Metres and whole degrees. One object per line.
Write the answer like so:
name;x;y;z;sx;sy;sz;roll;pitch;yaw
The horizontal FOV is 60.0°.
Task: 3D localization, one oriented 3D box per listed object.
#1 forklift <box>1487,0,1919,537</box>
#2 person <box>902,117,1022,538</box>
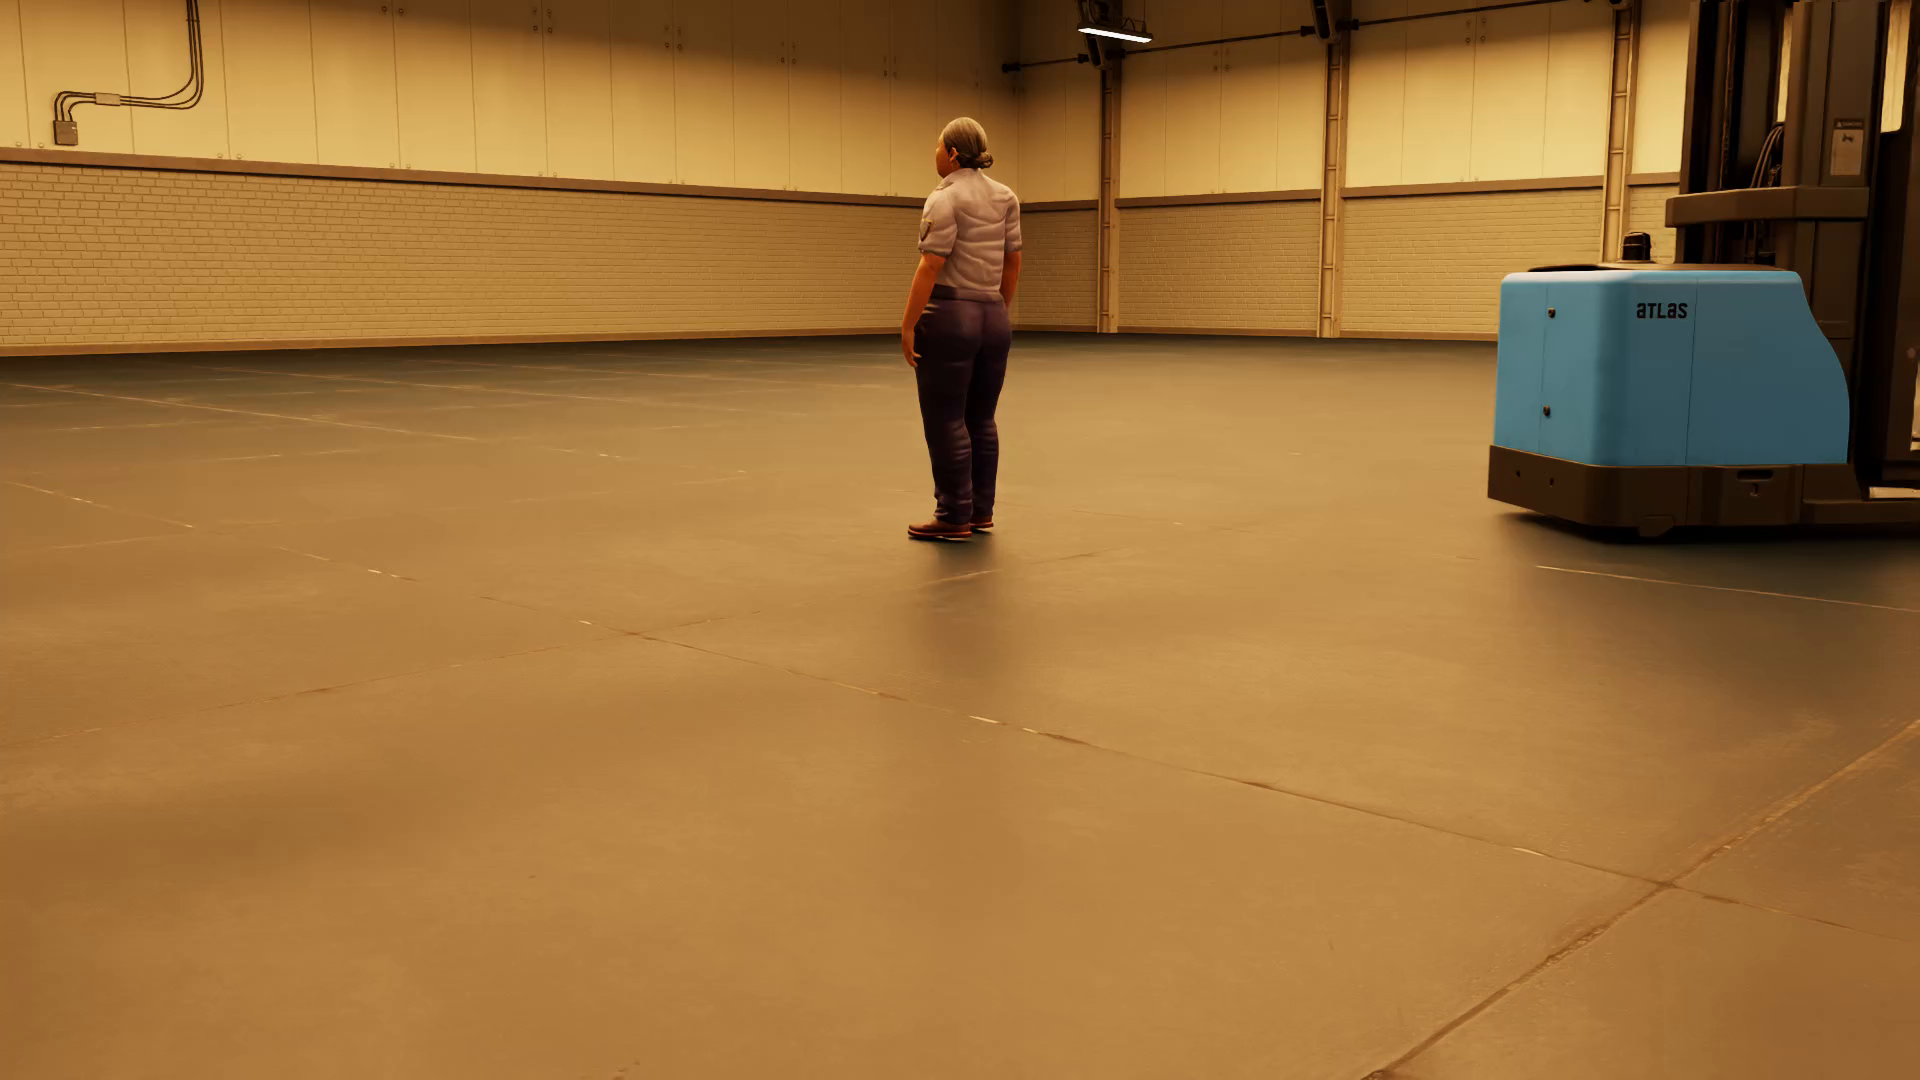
forklift;3.936;-1.533;7.054;3.031;2.935;1.130;-1;9;-8
person;-0.049;-0.834;6.671;0.503;1.650;0.599;8;12;43
